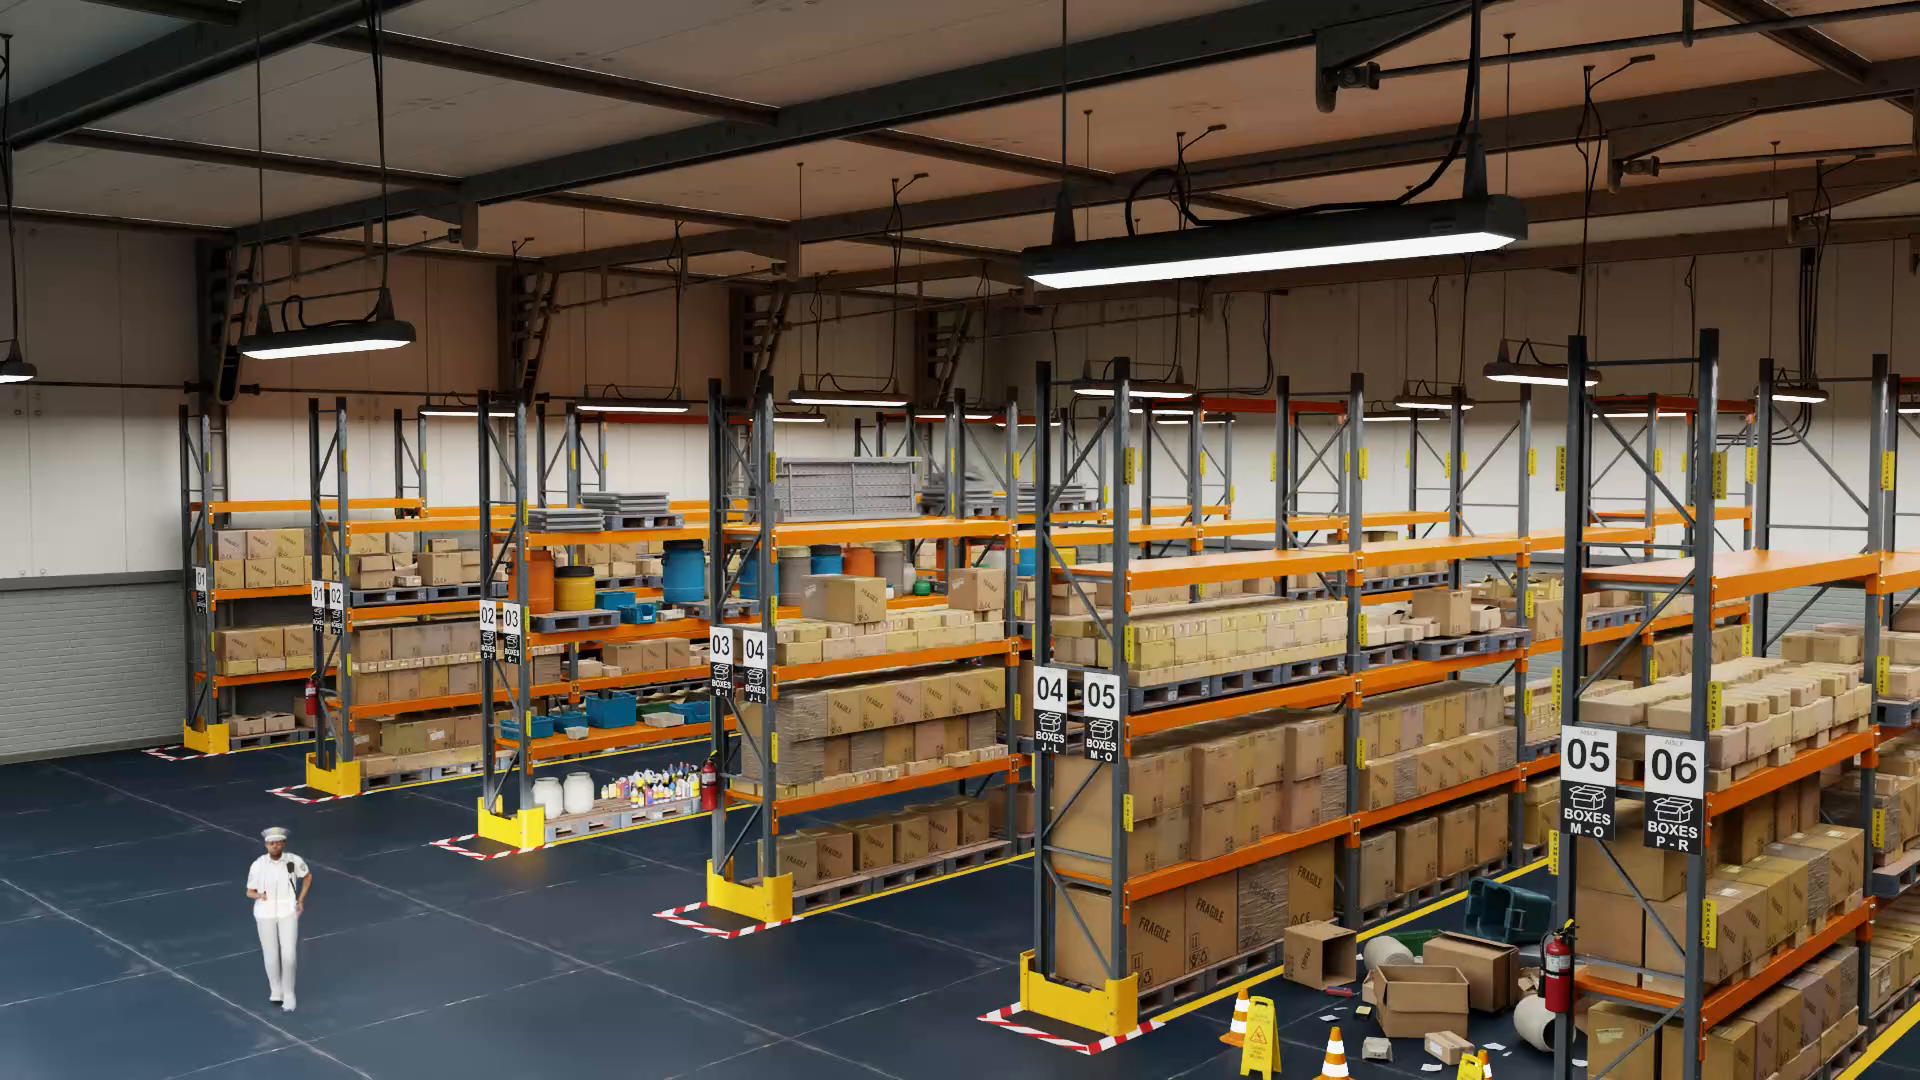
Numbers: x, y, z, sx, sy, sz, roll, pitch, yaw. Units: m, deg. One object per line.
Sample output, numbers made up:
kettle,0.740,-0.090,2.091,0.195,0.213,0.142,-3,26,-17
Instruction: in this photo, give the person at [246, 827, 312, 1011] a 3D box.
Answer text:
person,-6.313,3.514,15.412,0.555,1.727,0.660,-1,3,-18
